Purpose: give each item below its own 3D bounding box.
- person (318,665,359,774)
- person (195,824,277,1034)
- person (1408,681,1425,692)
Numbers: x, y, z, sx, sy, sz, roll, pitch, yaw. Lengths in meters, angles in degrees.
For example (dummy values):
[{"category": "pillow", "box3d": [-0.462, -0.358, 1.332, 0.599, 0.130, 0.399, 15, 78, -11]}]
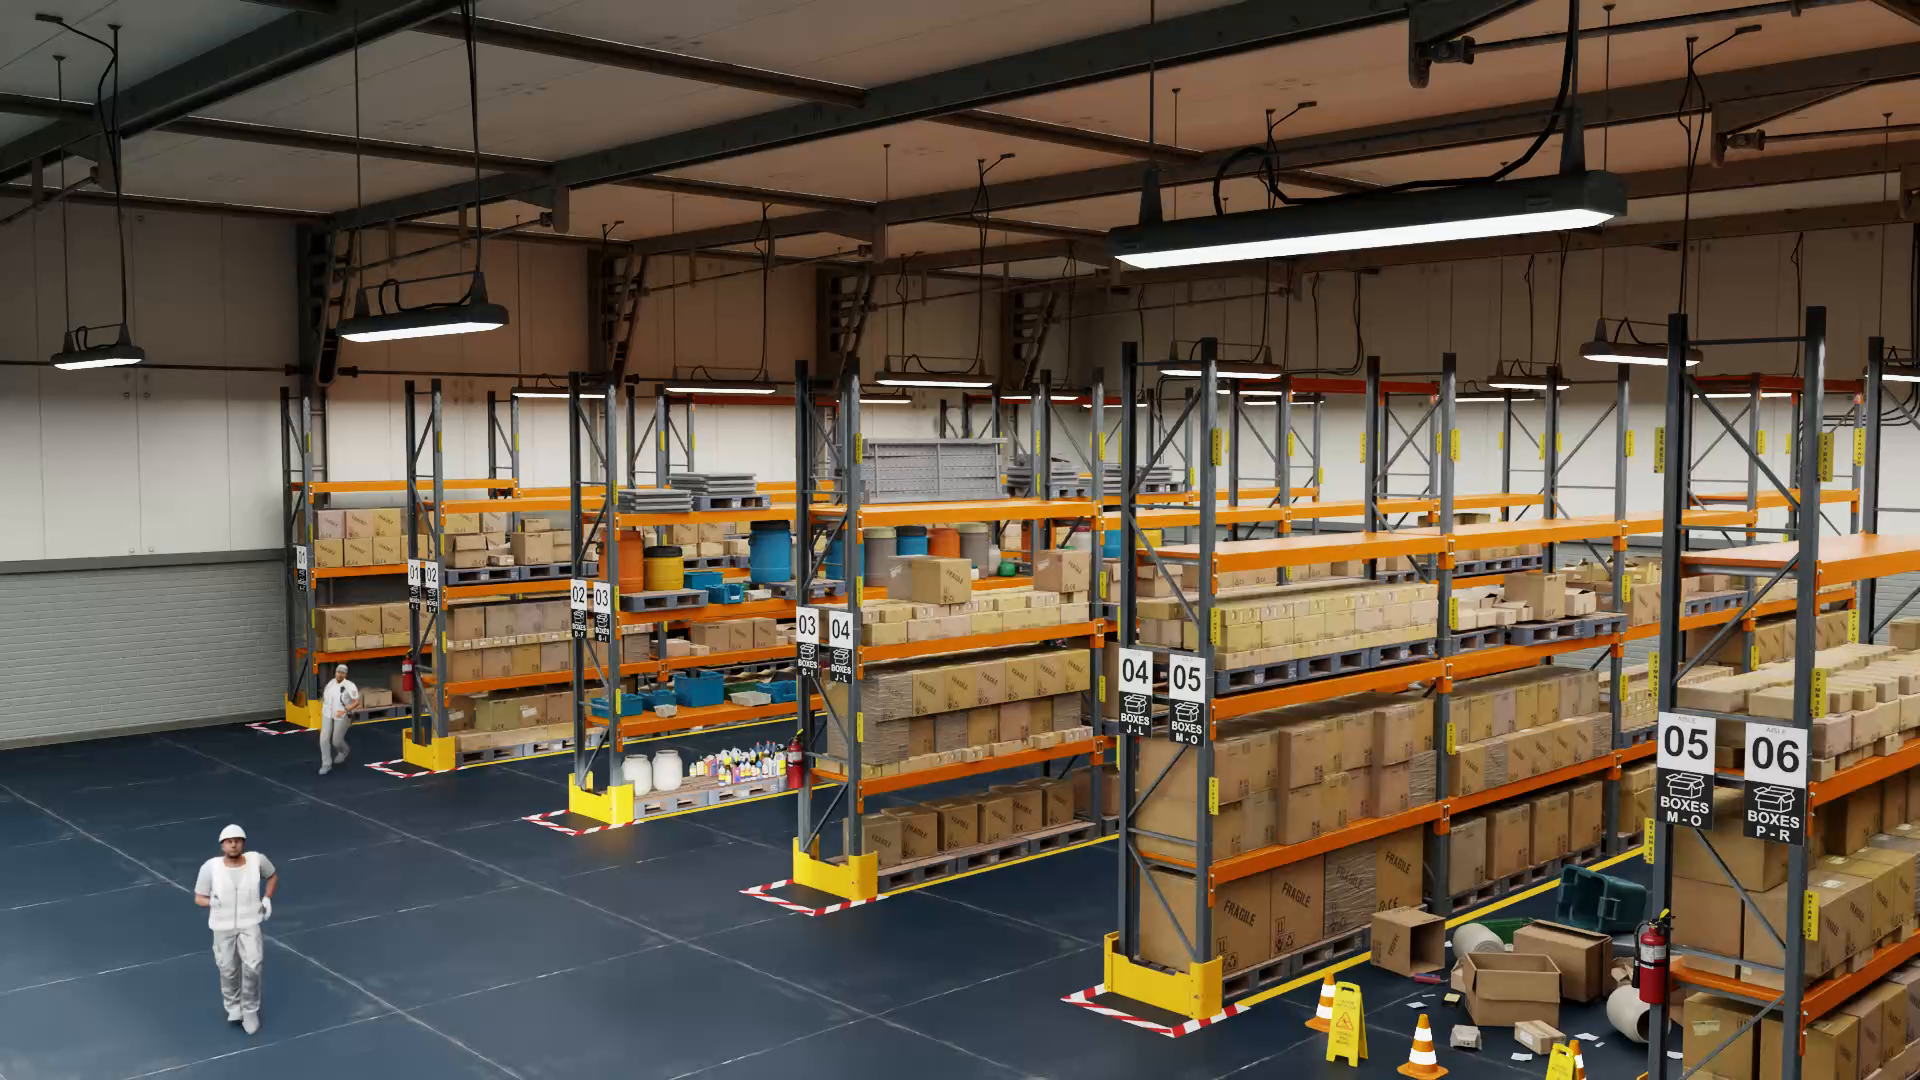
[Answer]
[{"category": "person", "box3d": [-9.531, 2.731, 25.546, 0.641, 1.653, 0.707, 0, 4, 4]}, {"category": "person", "box3d": [-6.242, 3.362, 14.341, 0.640, 1.807, 0.685, -2, 4, -23]}, {"category": "person", "box3d": [6.411, 2.813, 23.651, 0.546, 1.690, 0.666, 3, 5, 38]}]
